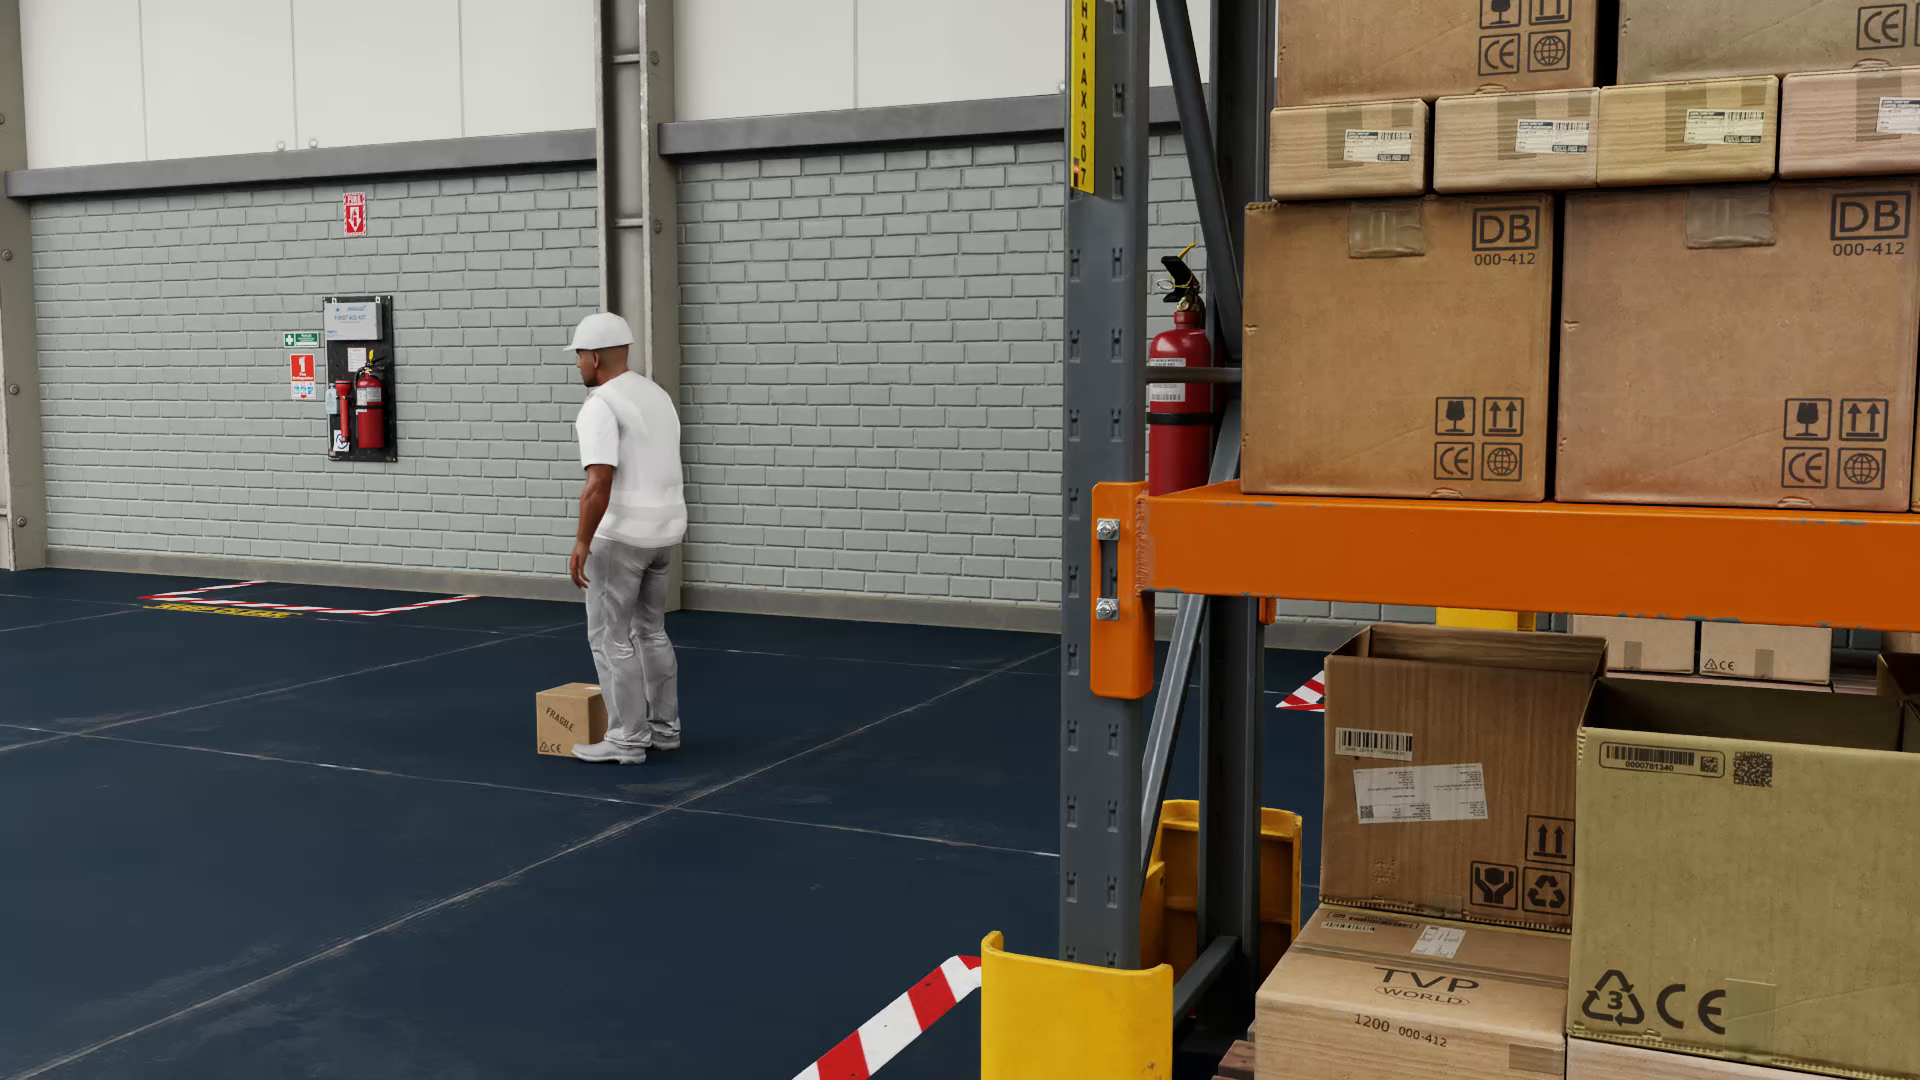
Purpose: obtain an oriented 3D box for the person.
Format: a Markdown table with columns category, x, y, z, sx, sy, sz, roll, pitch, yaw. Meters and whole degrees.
| category | x | y | z | sx | sy | sz | roll | pitch | yaw |
| --- | --- | --- | --- | --- | --- | --- | --- | --- | --- |
| person | -1.329 | -0.012 | 6.570 | 0.455 | 1.760 | 0.635 | 2 | 6 | 20 |
